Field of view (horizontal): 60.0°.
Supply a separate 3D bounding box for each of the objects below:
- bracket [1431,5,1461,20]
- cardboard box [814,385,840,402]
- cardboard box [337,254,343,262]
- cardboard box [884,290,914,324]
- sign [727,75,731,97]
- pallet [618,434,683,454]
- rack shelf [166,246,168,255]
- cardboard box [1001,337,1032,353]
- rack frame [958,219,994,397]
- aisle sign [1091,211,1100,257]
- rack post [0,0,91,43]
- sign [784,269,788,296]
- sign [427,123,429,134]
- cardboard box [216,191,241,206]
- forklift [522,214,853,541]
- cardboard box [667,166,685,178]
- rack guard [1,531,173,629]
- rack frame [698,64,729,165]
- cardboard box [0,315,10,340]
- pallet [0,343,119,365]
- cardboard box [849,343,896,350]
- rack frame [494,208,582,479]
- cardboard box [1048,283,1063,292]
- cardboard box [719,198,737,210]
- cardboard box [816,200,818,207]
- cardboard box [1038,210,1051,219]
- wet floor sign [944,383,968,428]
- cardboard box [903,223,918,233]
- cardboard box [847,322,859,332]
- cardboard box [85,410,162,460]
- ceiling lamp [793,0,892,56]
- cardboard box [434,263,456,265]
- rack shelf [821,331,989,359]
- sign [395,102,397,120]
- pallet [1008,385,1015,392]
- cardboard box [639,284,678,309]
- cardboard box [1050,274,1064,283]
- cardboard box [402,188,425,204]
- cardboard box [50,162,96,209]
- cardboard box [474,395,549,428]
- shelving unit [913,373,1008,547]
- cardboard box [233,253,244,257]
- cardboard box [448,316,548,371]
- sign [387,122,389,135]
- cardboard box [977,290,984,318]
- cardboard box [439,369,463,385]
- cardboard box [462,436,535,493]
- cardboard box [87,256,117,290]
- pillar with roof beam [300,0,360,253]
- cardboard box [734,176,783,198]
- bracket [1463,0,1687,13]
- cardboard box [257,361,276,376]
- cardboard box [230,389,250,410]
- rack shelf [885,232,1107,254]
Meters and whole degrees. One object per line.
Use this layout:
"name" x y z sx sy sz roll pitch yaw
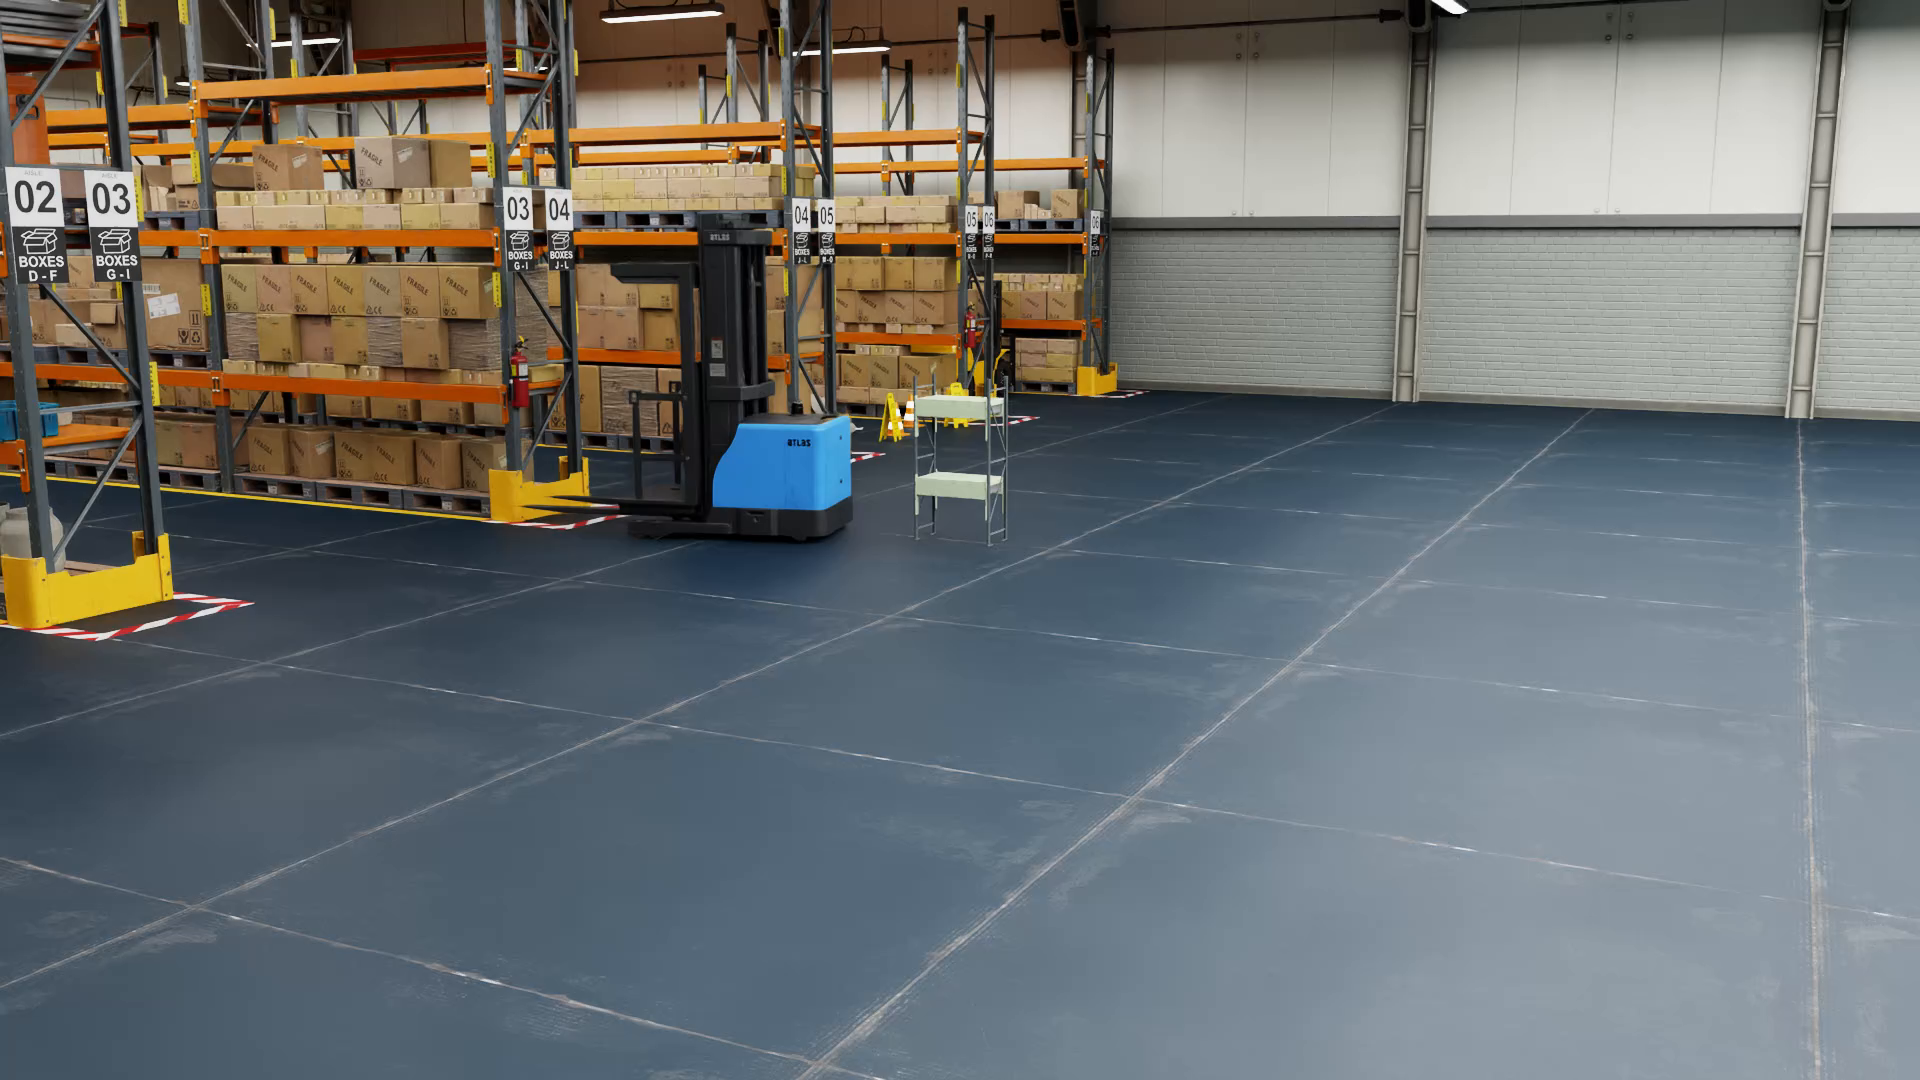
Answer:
"bracket" 7.806 -8.479 26.704 0.430 0.232 0.235 5 11 26
"cardboard box" -1.974 -2.324 26.188 0.500 0.250 0.500 5 11 25
"cardboard box" -11.124 -5.144 30.318 0.250 0.149 0.380 5 12 27
"cardboard box" -0.813 -3.561 25.365 0.500 0.500 0.500 5 11 26
"sign" -3.585 -7.042 25.803 0.005 0.325 0.100 5 11 26
"pallet" -3.699 -1.302 21.833 1.213 0.211 1.003 5 11 26
"rack shelf" -14.412 -4.753 26.666 4.000 0.370 1.077 5 11 26
"cardboard box" 0.967 -3.529 30.039 0.500 0.250 0.500 5 11 27
"rack frame" 0.242 -3.326 25.185 0.127 3.000 1.000 5 11 26
"aisle sign" 2.364 -5.346 29.048 0.004 0.787 0.394 5 11 26
"rack post" -6.956 -3.738 12.021 0.954 0.300 0.937 6 12 32
"sign" -2.110 -3.128 20.176 0.005 0.325 0.100 5 11 26
"sign" -11.649 -8.957 36.383 0.005 0.325 0.100 5 11 26
"cardboard box" -7.575 -3.582 17.479 0.250 0.149 0.380 5 11 24
"forklift" -2.595 -1.543 15.526 3.031 2.935 1.130 2 10 11
"cardboard box" -3.450 -4.601 20.812 0.250 0.149 0.380 5 11 25
"rack guard" -6.423 0.279 12.284 0.348 0.500 1.175 5 11 26
"rack frame" -4.739 -7.702 32.516 0.127 3.000 1.000 5 11 26
"cardboard box" -11.632 -2.505 20.366 0.500 0.500 0.500 5 12 27
"pallet" -10.631 -2.240 19.724 1.003 0.211 1.213 5 11 26
"cardboard box" -1.625 -3.512 31.700 0.625 0.625 0.875 6 12 28
"rack frame" -4.142 -1.743 16.440 0.127 3.000 1.000 5 11 26
"cardboard box" 1.758 -4.485 29.489 0.250 0.149 0.380 5 12 27
"cardboard box" -2.762 -4.148 20.549 0.250 0.149 0.380 5 11 27
"cardboard box" -2.014 -5.215 25.667 0.250 0.149 0.380 5 11 25
"cardboard box" 1.558 -5.744 29.369 0.250 0.149 0.380 5 11 24
"wet floor sign" -0.061 -1.982 24.368 0.267 0.644 0.232 -10 14 -43
"cardboard box" -0.662 -4.703 25.074 0.250 0.149 0.380 5 12 28
"cardboard box" -1.550 -3.321 25.864 0.250 0.149 0.380 5 11 26
"cardboard box" -9.692 -1.225 19.362 0.500 0.500 0.700 6 12 31
"ceiling lamp" -2.000 -9.897 28.255 2.000 3.185 0.800 5 11 26
"cardboard box" -8.868 -4.617 29.230 0.500 0.500 0.500 5 11 25
"rack shelf" -1.551 -3.130 26.120 4.000 0.370 1.077 5 11 26
"sign" -10.290 -7.810 30.269 0.005 0.325 0.100 5 11 26
"pallet" 0.641 -2.897 30.644 1.213 0.211 1.003 5 11 26
"cardboard box" -3.682 -3.284 21.497 0.500 0.550 0.875 5 11 26
"cardboard box" 1.786 -4.643 29.524 0.250 0.149 0.380 5 11 26
"cardboard box" -5.241 -3.373 16.324 0.250 0.149 0.380 5 11 26
"cardboard box" -10.102 -3.988 18.734 0.500 0.500 0.500 5 11 24
"cardboard box" -6.041 -1.977 22.869 0.750 0.750 1.050 5 11 26
"shelving unit" 0.006 -0.737 15.094 0.755 1.500 0.431 5 11 26
"cardboard box" -13.461 -5.327 31.331 0.250 0.149 0.380 5 12 28
"cardboard box" -4.624 -1.987 16.668 0.500 0.500 0.875 5 11 26
"sign" -12.153 -8.744 35.430 0.005 0.325 0.100 5 11 26
"cardboard box" 0.501 -4.286 30.207 0.500 0.500 0.500 5 11 26
"cardboard box" -4.960 -1.641 16.577 0.250 0.149 0.380 5 11 26
"cardboard box" -4.695 -0.772 16.912 0.500 0.500 0.500 8 13 36
"cardboard box" -13.160 -4.155 25.839 0.500 0.500 0.500 5 11 24
"pillar with roof beam" -15.837 -8.001 34.169 0.548 9.000 9.100 5 11 26
"cardboard box" -2.420 -4.326 20.413 0.500 0.250 0.500 5 11 27
"bracket" 10.131 -8.275 25.575 4.783 0.066 0.076 5 11 26
"cardboard box" -7.215 -1.833 17.640 0.250 0.149 0.380 5 11 26
"cardboard box" -10.683 -2.225 24.943 0.500 0.500 0.500 4 11 23
"rack shelf" 0.642 -5.399 30.235 4.000 0.370 1.077 5 11 26
